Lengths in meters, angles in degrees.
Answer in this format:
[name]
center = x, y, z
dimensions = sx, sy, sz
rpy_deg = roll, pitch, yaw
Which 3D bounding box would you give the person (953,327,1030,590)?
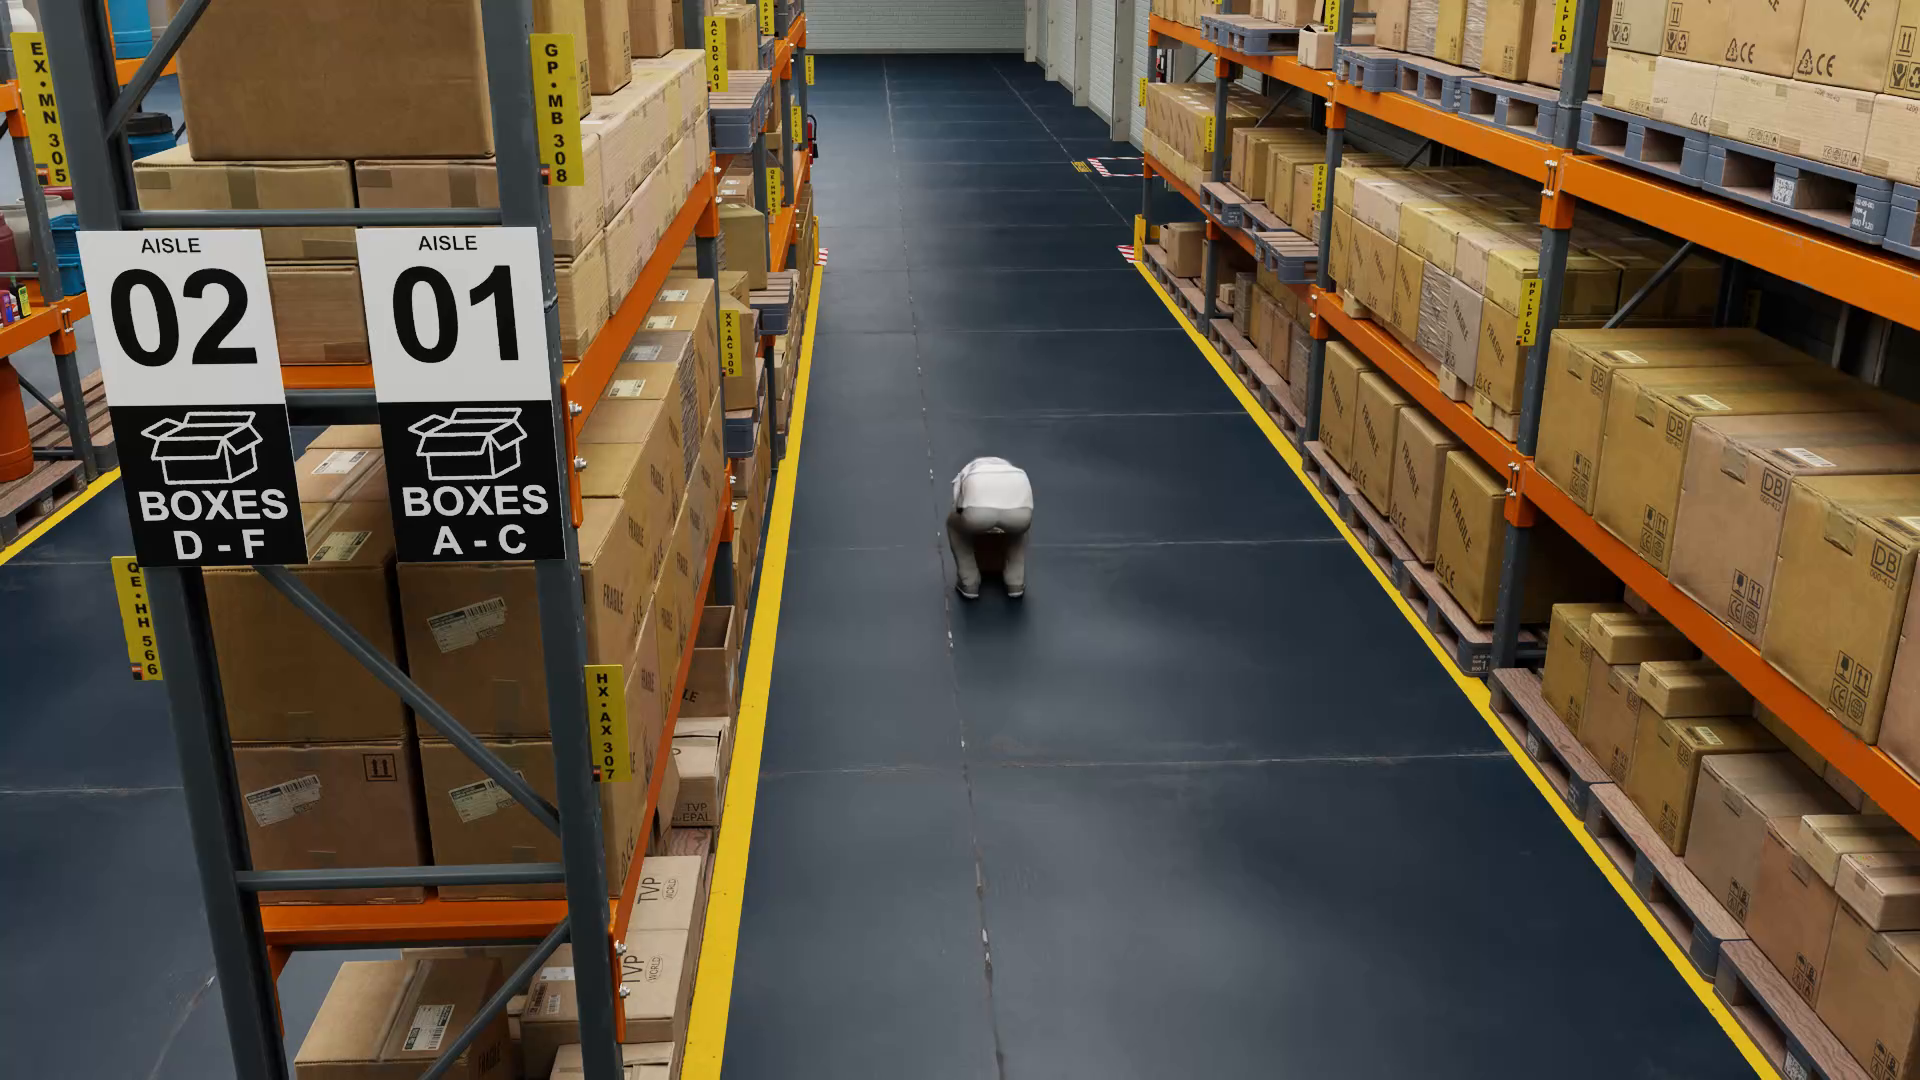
[person]
center = 0.179, -0.505, 9.842
dimensions = 0.452, 1.586, 0.541
rpy_deg = -1, 21, -2
